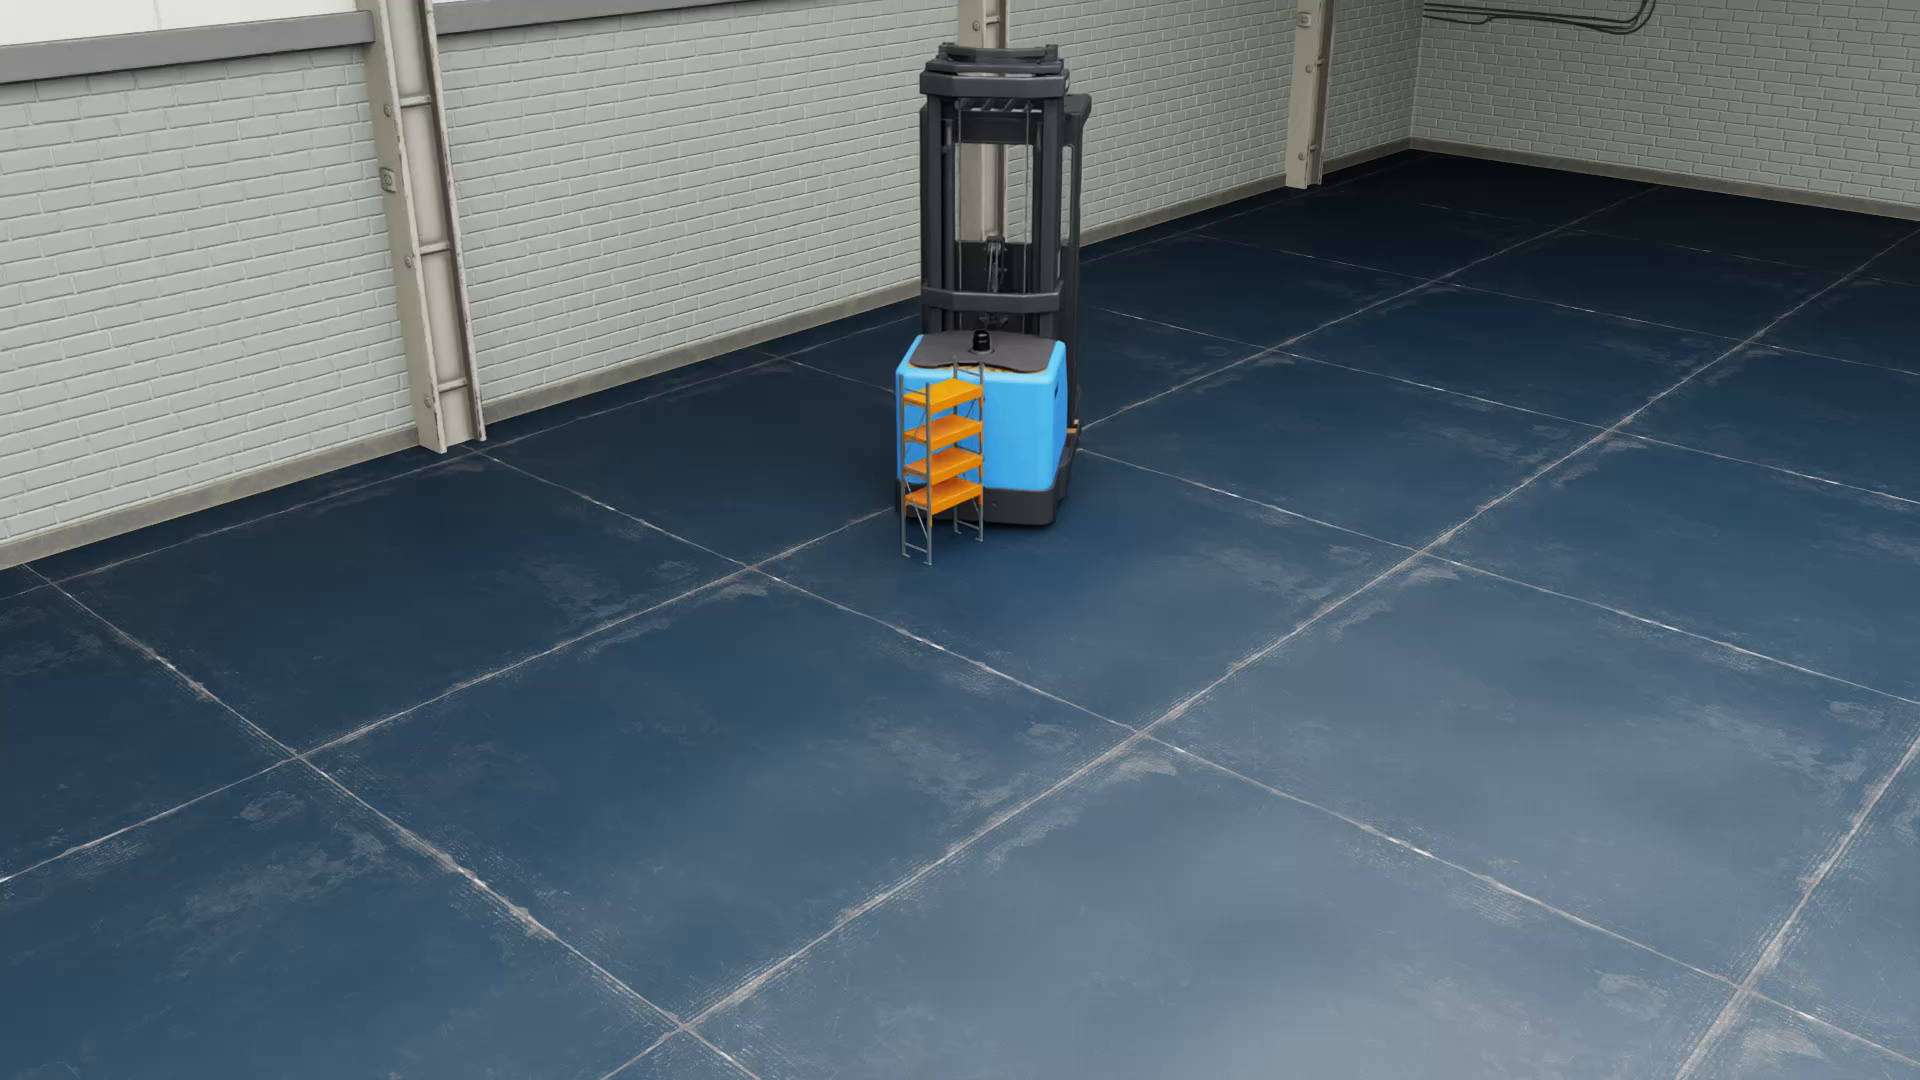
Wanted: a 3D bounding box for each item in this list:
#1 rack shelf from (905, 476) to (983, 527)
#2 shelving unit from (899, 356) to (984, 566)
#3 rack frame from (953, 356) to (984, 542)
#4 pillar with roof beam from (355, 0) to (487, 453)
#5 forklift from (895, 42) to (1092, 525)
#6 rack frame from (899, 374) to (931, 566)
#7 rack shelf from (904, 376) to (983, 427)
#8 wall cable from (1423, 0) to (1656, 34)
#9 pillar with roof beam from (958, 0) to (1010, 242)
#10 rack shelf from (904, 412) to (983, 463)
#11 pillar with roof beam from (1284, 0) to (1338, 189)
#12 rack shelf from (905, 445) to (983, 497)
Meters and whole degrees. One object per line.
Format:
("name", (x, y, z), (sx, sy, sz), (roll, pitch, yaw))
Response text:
("rack shelf", (-0.111, -0.254, 10.500), (0.258, 0.148, 0.480), (20, 31, 38))
("shelving unit", (-0.111, -0.497, 10.391), (0.258, 1.200, 0.503), (20, 31, 38))
("rack frame", (0.053, -0.571, 10.557), (0.240, 1.200, 0.015), (20, 31, 38))
("pillar with roof beam", (-0.575, -3.665, 7.925), (9.100, 9.000, 0.400), (20, 31, 38))
("forklift", (0.311, -2.006, 11.642), (1.130, 2.935, 3.031), (4, 24, 8))
("rack frame", (-0.274, -0.422, 10.225), (0.240, 1.200, 0.015), (20, 31, 38))
("rack shelf", (-0.111, -0.855, 10.230), (0.258, 0.148, 0.480), (20, 31, 38))
("wall cable", (7.179, -7.616, 20.532), (3.097, 2.526, 0.112), (20, 31, 38))
("pillar with roof beam", (3.429, -5.493, 12.002), (9.100, 9.000, 0.400), (20, 31, 38))
("rack shelf", (-0.111, -0.639, 10.327), (0.258, 0.148, 0.480), (20, 31, 38))
("pillar with roof beam", (7.434, -7.321, 16.079), (9.100, 9.000, 0.400), (20, 31, 38))
("rack shelf", (-0.111, -0.435, 10.418), (0.258, 0.148, 0.480), (20, 31, 38))
